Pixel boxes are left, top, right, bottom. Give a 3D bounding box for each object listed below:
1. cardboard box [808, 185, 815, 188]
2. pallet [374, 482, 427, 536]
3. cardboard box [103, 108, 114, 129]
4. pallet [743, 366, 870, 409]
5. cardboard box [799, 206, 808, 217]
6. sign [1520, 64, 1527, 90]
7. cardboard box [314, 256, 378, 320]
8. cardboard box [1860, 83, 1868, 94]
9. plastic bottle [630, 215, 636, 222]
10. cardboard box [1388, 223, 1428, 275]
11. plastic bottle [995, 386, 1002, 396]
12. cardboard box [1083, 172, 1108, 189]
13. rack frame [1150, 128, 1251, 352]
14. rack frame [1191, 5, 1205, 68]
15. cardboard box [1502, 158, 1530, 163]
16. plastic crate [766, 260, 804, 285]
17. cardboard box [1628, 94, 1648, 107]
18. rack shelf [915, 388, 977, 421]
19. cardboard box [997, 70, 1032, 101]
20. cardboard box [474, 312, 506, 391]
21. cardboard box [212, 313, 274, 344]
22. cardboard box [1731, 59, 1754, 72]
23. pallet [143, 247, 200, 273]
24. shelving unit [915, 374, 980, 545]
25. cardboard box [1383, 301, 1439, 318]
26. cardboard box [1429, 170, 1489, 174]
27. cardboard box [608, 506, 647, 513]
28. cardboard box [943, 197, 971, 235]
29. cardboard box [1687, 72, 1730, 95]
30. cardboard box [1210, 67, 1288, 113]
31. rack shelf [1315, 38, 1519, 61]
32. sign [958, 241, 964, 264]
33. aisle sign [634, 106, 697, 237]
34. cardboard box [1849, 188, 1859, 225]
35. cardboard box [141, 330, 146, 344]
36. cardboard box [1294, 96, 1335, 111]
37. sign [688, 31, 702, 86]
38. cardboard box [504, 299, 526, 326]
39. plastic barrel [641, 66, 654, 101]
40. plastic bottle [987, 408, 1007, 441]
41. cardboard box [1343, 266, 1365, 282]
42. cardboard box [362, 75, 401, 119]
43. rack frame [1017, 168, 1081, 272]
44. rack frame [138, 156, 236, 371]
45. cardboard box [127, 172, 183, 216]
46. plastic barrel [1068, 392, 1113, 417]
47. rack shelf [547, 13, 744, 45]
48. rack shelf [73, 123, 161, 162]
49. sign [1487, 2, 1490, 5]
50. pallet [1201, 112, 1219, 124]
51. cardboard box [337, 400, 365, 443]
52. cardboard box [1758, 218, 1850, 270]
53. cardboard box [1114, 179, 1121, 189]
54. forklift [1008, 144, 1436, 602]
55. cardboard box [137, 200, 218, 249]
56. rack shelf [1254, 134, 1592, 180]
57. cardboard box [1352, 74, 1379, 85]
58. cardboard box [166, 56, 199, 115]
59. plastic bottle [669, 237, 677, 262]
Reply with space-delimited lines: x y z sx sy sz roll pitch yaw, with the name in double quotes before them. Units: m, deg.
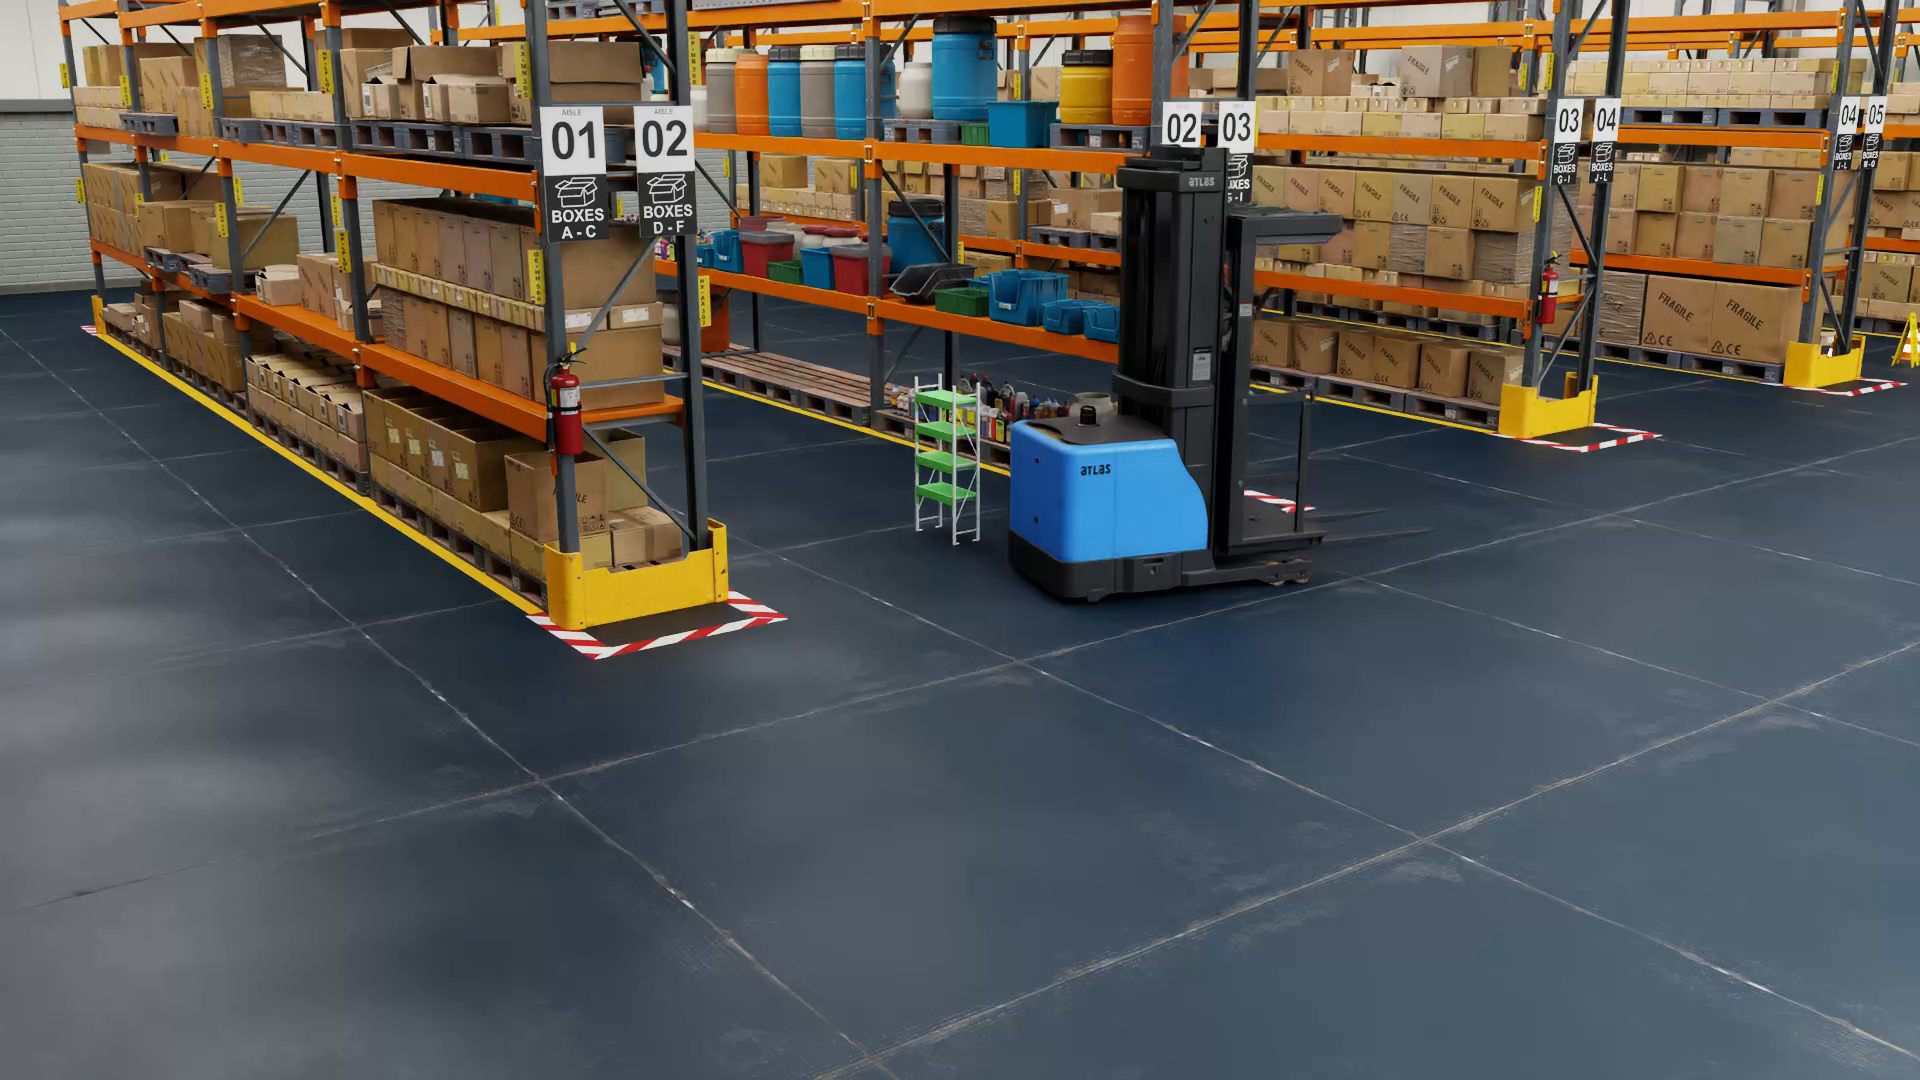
"cardboard box" -2.407 -5.747 27.611 0.500 0.250 0.500 -12 19 -36
"pallet" -4.030 -0.334 13.398 1.003 0.211 1.213 -11 19 -35
"cardboard box" -10.255 -5.215 20.549 0.500 0.250 0.500 -11 19 -35
"pallet" -1.670 -1.701 18.392 1.003 0.211 1.213 -11 19 -35
"cardboard box" -2.353 -5.268 26.618 0.380 0.149 0.250 -11 19 -35
"sign" 7.190 -5.902 21.202 0.100 0.325 0.005 -11 19 -35
"cardboard box" -5.506 -2.290 15.071 0.500 0.500 0.500 -11 19 -34
"cardboard box" 12.469 -6.204 22.844 0.380 0.149 0.250 -10 18 -33
"plastic bottle" -4.354 -4.163 22.197 0.144 0.351 0.185 -11 19 -35
"cardboard box" 4.952 -3.053 17.297 0.875 0.500 0.500 -11 19 -35
"plastic bottle" 0.399 -1.364 16.189 0.061 0.283 0.133 -9 18 -31
"cardboard box" 2.406 -6.100 28.429 0.500 0.500 0.500 -11 19 -34
"rack frame" 1.897 -1.770 13.360 1.000 3.000 0.127 -11 19 -35
"rack frame" 4.512 -10.387 33.480 1.000 3.000 0.127 -11 19 -35
"cardboard box" 9.293 -6.047 27.440 0.500 0.500 0.500 -12 19 -36
"plastic crate" -1.707 -2.850 17.707 0.450 0.188 0.662 -11 19 -35
"cardboard box" 8.312 -5.315 20.122 0.380 0.149 0.250 -11 19 -34
"rack shelf" -0.097 -1.015 12.437 0.258 0.148 0.480 -11 19 -35
"cardboard box" 0.783 -6.065 22.380 0.797 0.503 0.637 -10 18 -31
"cardboard box" -2.976 -1.370 11.709 0.700 0.500 0.500 -11 19 -34
"cardboard box" -7.592 -2.253 17.606 0.500 0.250 0.500 -10 18 -32
"cardboard box" 9.052 -5.430 19.033 0.380 0.149 0.250 -10 18 -34
"pallet" -8.786 -3.284 19.256 1.003 0.211 1.213 -11 19 -35
"shelving unit" -0.097 -0.614 12.547 0.258 1.200 0.503 -11 19 -35
"cardboard box" 6.621 -3.583 23.453 1.050 0.750 0.750 -11 19 -35
"cardboard box" 5.217 -3.587 17.351 0.500 0.500 0.500 -11 19 -35
"cardboard box" -2.544 -0.133 11.794 0.500 0.250 0.500 -11 19 -35
"cardboard box" 0.113 -4.580 23.437 0.500 0.500 0.500 -12 19 -36
"cardboard box" 8.873 -5.331 19.425 0.500 0.250 0.500 -11 19 -35
"cardboard box" 3.355 -5.207 19.247 0.797 0.503 0.637 -12 19 -37
"rack shelf" 8.040 -8.566 28.946 1.077 0.370 4.000 -11 19 -35
"sign" -0.004 -2.840 16.747 0.100 0.325 0.005 -11 19 -35
"aisle sign" -1.826 -2.289 10.333 0.394 0.787 0.004 -11 19 -35
"cardboard box" 12.513 -4.668 23.195 0.500 0.500 0.500 -11 19 -34
"cardboard box" -10.001 -2.550 20.776 0.380 0.149 0.250 -11 19 -35
"cardboard box" 3.848 -4.734 18.038 0.380 0.149 0.250 -11 19 -34
"sign" -1.660 -2.993 10.342 0.100 0.325 0.005 -11 19 -35
"cardboard box" -2.796 -1.525 11.047 0.380 0.149 0.250 -11 19 -35
"plastic barrel" -3.971 -5.548 20.429 0.433 0.535 0.433 0 15 0
"plastic bottle" 0.336 -1.050 15.057 0.152 0.276 0.135 -11 19 -34
"cardboard box" 4.327 -2.861 17.821 0.380 0.149 0.250 -11 19 -35
"cardboard box" -4.064 -3.266 12.252 0.500 0.311 0.500 -12 19 -38
"rack frame" 1.199 -4.247 22.410 1.000 3.000 0.127 -11 19 -35
"rack frame" -9.168 -3.564 19.916 1.000 3.000 0.127 -11 19 -35
"cardboard box" -9.674 -4.162 20.018 0.500 0.500 0.500 -11 19 -34
"plastic barrel" 1.153 -1.008 14.494 0.421 0.512 0.421 0 15 0
"rack shelf" -3.983 -6.259 20.517 1.077 0.370 4.000 -11 19 -35
"rack shelf" -10.344 -5.091 21.175 1.077 0.370 4.000 -11 19 -35
"sign" 10.427 -10.712 32.750 0.100 0.325 0.005 -11 19 -35
"pallet" 3.275 -4.897 19.460 1.213 0.211 1.003 -11 19 -35
"cardboard box" -4.934 -1.044 14.061 0.500 0.311 0.500 -11 19 -35
"cardboard box" 9.720 -3.431 19.147 0.875 0.550 0.550 -11 19 -35
"cardboard box" 2.779 -5.918 27.635 0.380 0.149 0.250 -11 18 -34
"forklift" 1.910 -1.222 11.491 3.031 2.935 1.130 -5 16 -19
"cardboard box" -9.070 -3.679 19.351 0.500 0.500 0.700 10 18 33
"rack shelf" 4.727 -4.065 17.428 1.077 0.370 4.000 -11 19 -35
"cardboard box" 7.147 -8.103 29.834 0.500 0.500 0.500 -11 19 -36
"cardboard box" -8.145 -4.906 17.964 0.600 0.600 0.600 -12 19 -37
"plastic bottle" -3.390 -3.442 19.690 0.061 0.283 0.133 -11 19 -35
